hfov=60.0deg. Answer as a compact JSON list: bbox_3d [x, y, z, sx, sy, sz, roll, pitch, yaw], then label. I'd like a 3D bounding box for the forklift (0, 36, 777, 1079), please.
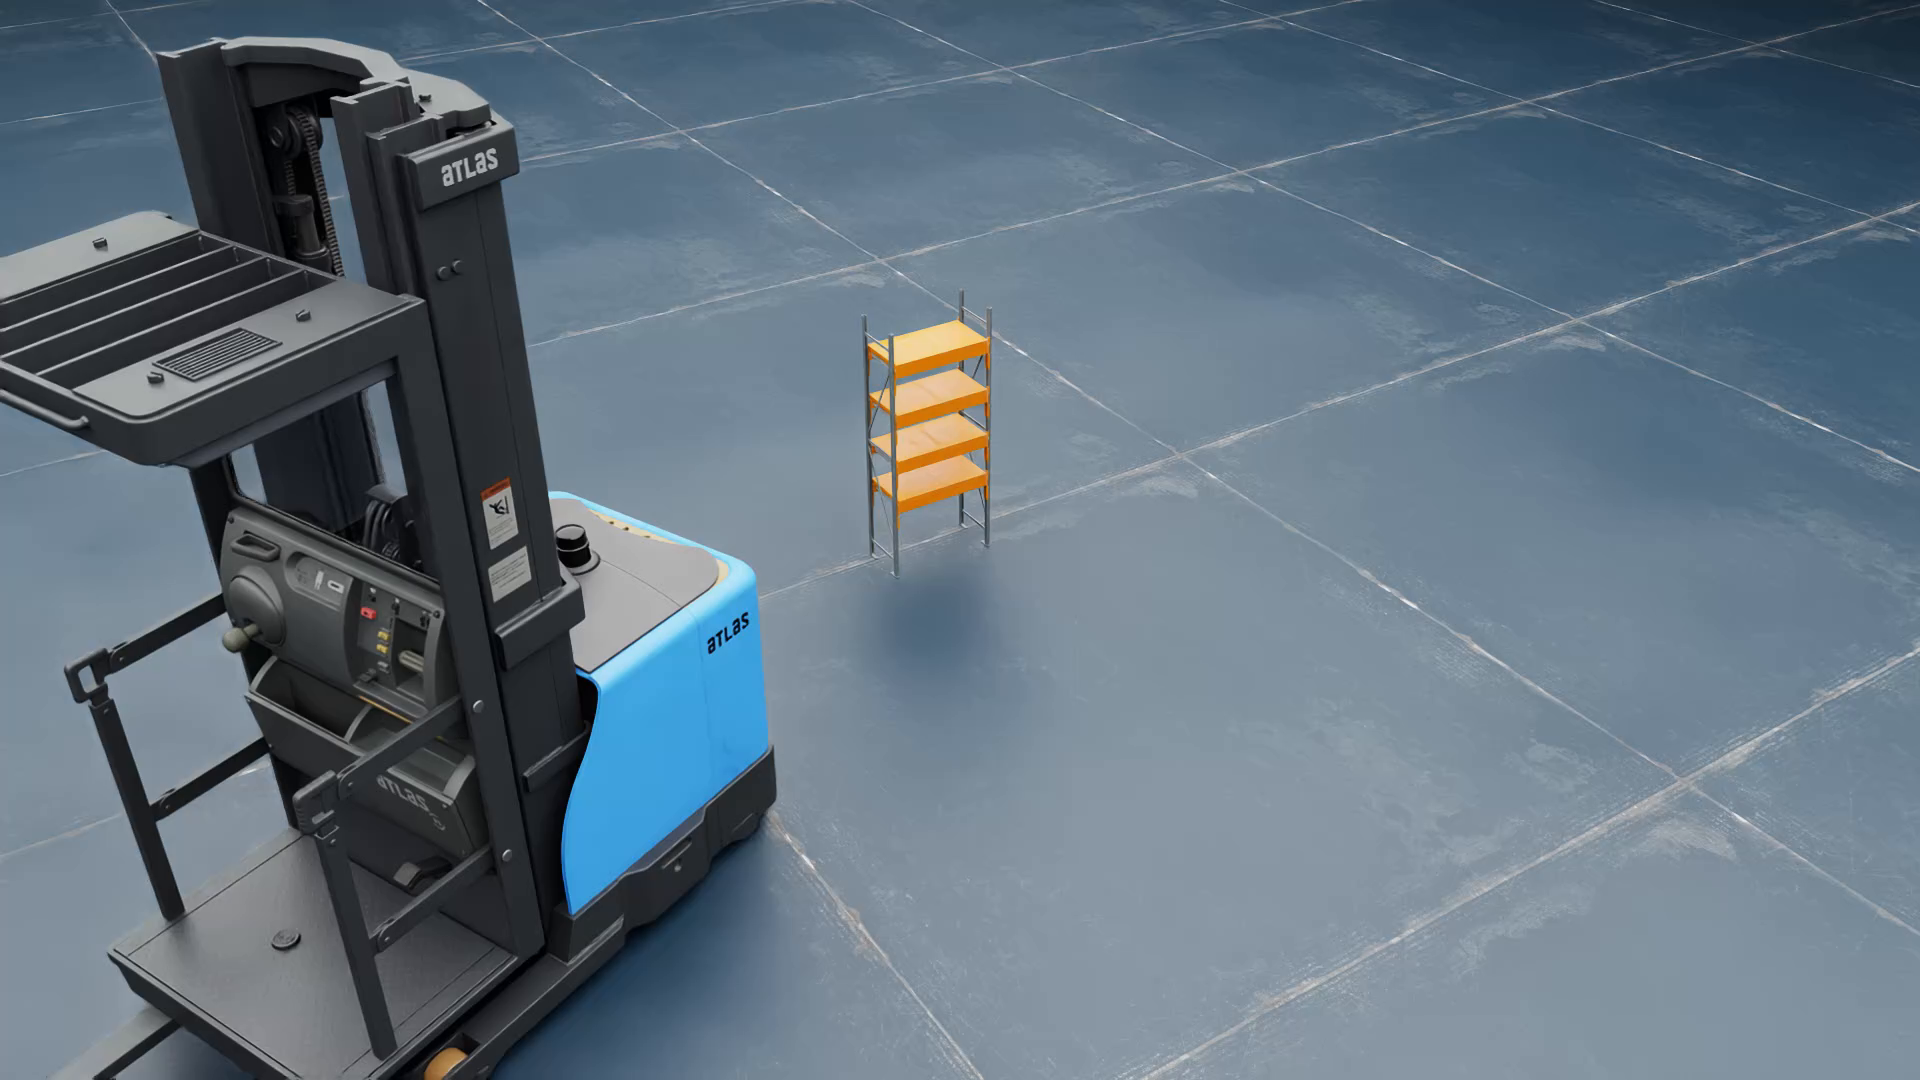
[{"bbox_3d":[-1.907,0.266,4.582,1.130,2.935,3.031,19,37,28],"label":"forklift"}]

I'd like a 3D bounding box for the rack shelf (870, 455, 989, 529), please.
[{"bbox_3d":[-0.139,-0.235,7.496,0.480,0.148,0.258,-19,37,-27],"label":"rack shelf"}]

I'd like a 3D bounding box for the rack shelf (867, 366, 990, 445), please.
[{"bbox_3d":[-0.139,-0.592,7.271,0.480,0.148,0.258,-19,37,-27],"label":"rack shelf"}]

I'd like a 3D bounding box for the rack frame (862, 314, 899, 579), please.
[{"bbox_3d":[-0.344,-0.389,7.242,0.015,1.200,0.240,-19,37,-27],"label":"rack frame"}]

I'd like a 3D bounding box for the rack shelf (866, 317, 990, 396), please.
[{"bbox_3d":[-0.139,-0.792,7.144,0.480,0.148,0.258,-19,37,-27],"label":"rack shelf"}]

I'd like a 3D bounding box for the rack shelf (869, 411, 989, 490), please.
[{"bbox_3d":[-0.139,-0.403,7.390,0.480,0.148,0.258,-19,37,-27],"label":"rack shelf"}]

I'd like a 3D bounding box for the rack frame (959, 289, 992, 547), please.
[{"bbox_3d":[0.066,-0.530,7.466,0.015,1.200,0.240,-19,37,-27],"label":"rack frame"}]

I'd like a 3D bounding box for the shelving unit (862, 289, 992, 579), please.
[{"bbox_3d":[-0.139,-0.460,7.354,0.503,1.200,0.258,-19,37,-27],"label":"shelving unit"}]
